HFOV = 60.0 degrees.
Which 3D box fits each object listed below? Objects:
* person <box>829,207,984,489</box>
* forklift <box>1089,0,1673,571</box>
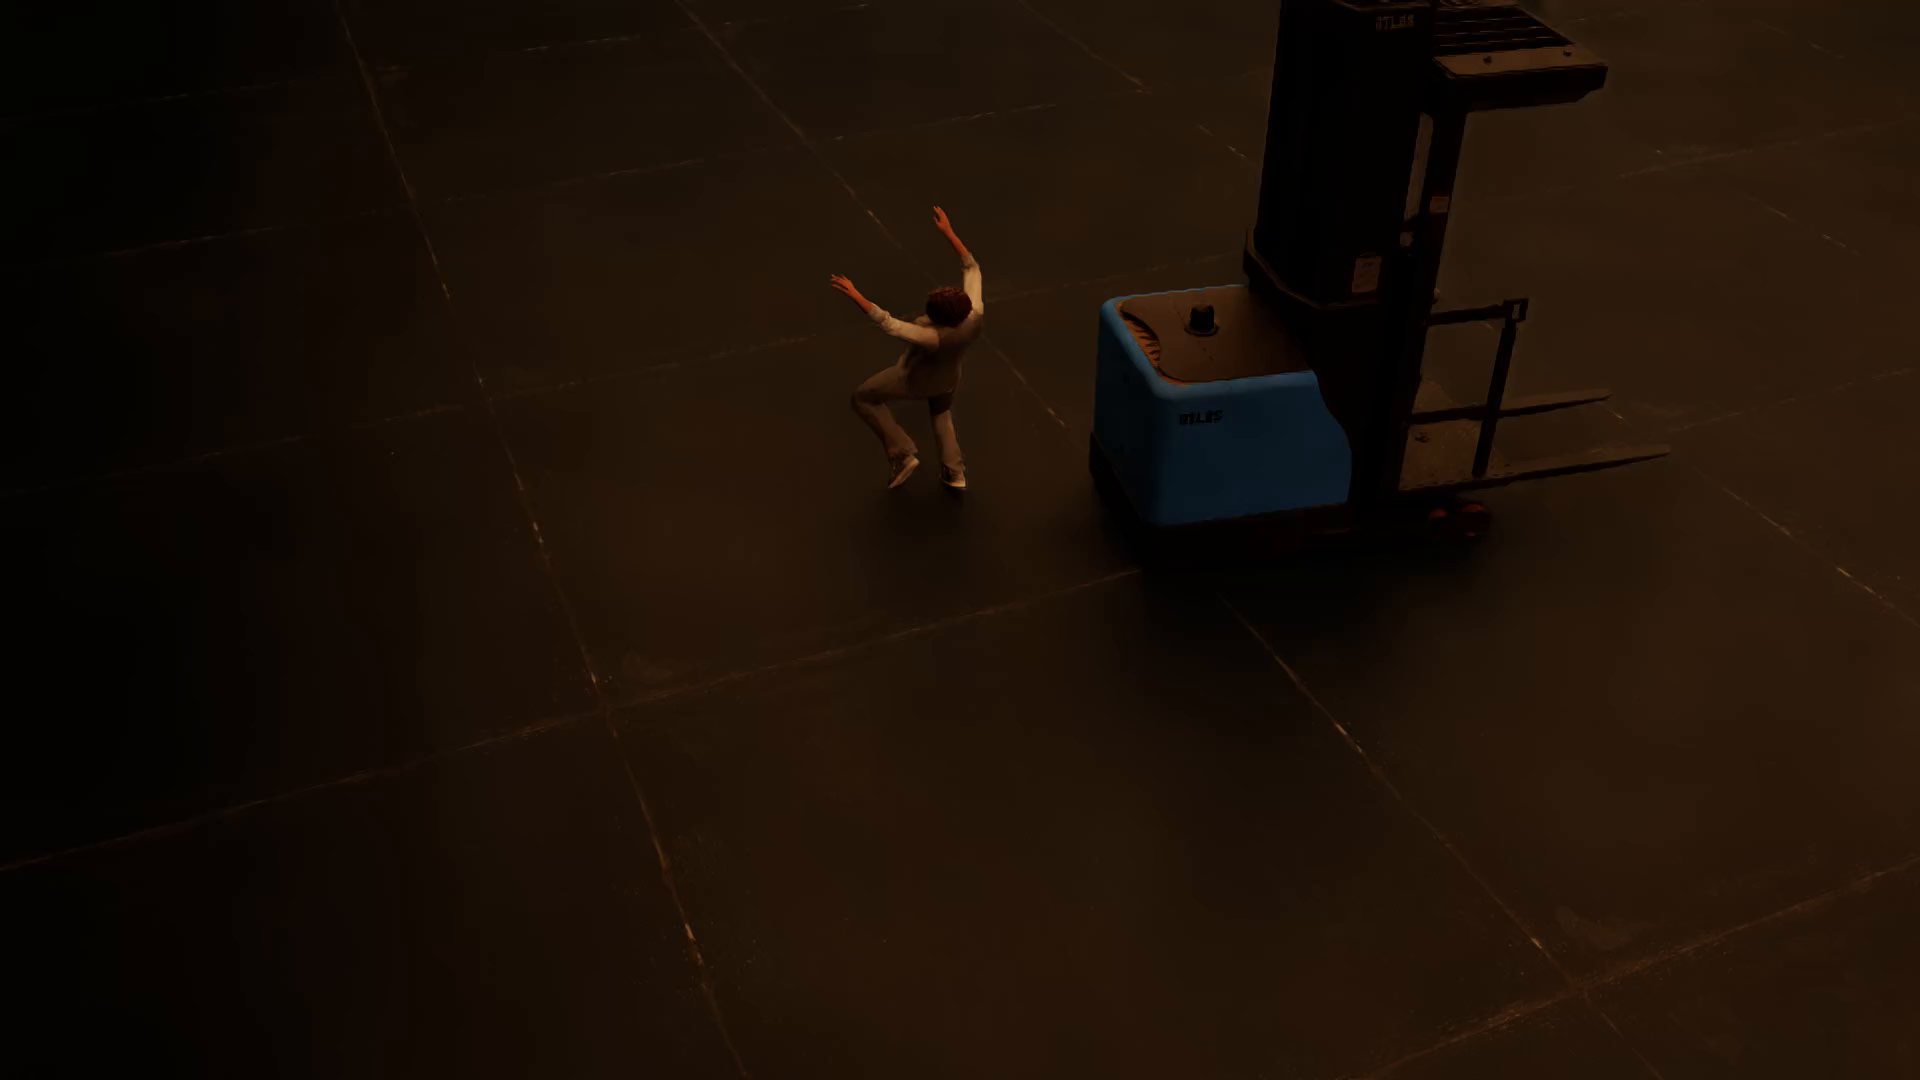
[{"bbox_3d":[-0.270,-0.879,8.569,0.897,1.507,0.701,-21,40,-26],"label":"person"},{"bbox_3d":[2.275,-1.481,8.181,3.031,2.935,1.130,-8,36,-11],"label":"forklift"}]
